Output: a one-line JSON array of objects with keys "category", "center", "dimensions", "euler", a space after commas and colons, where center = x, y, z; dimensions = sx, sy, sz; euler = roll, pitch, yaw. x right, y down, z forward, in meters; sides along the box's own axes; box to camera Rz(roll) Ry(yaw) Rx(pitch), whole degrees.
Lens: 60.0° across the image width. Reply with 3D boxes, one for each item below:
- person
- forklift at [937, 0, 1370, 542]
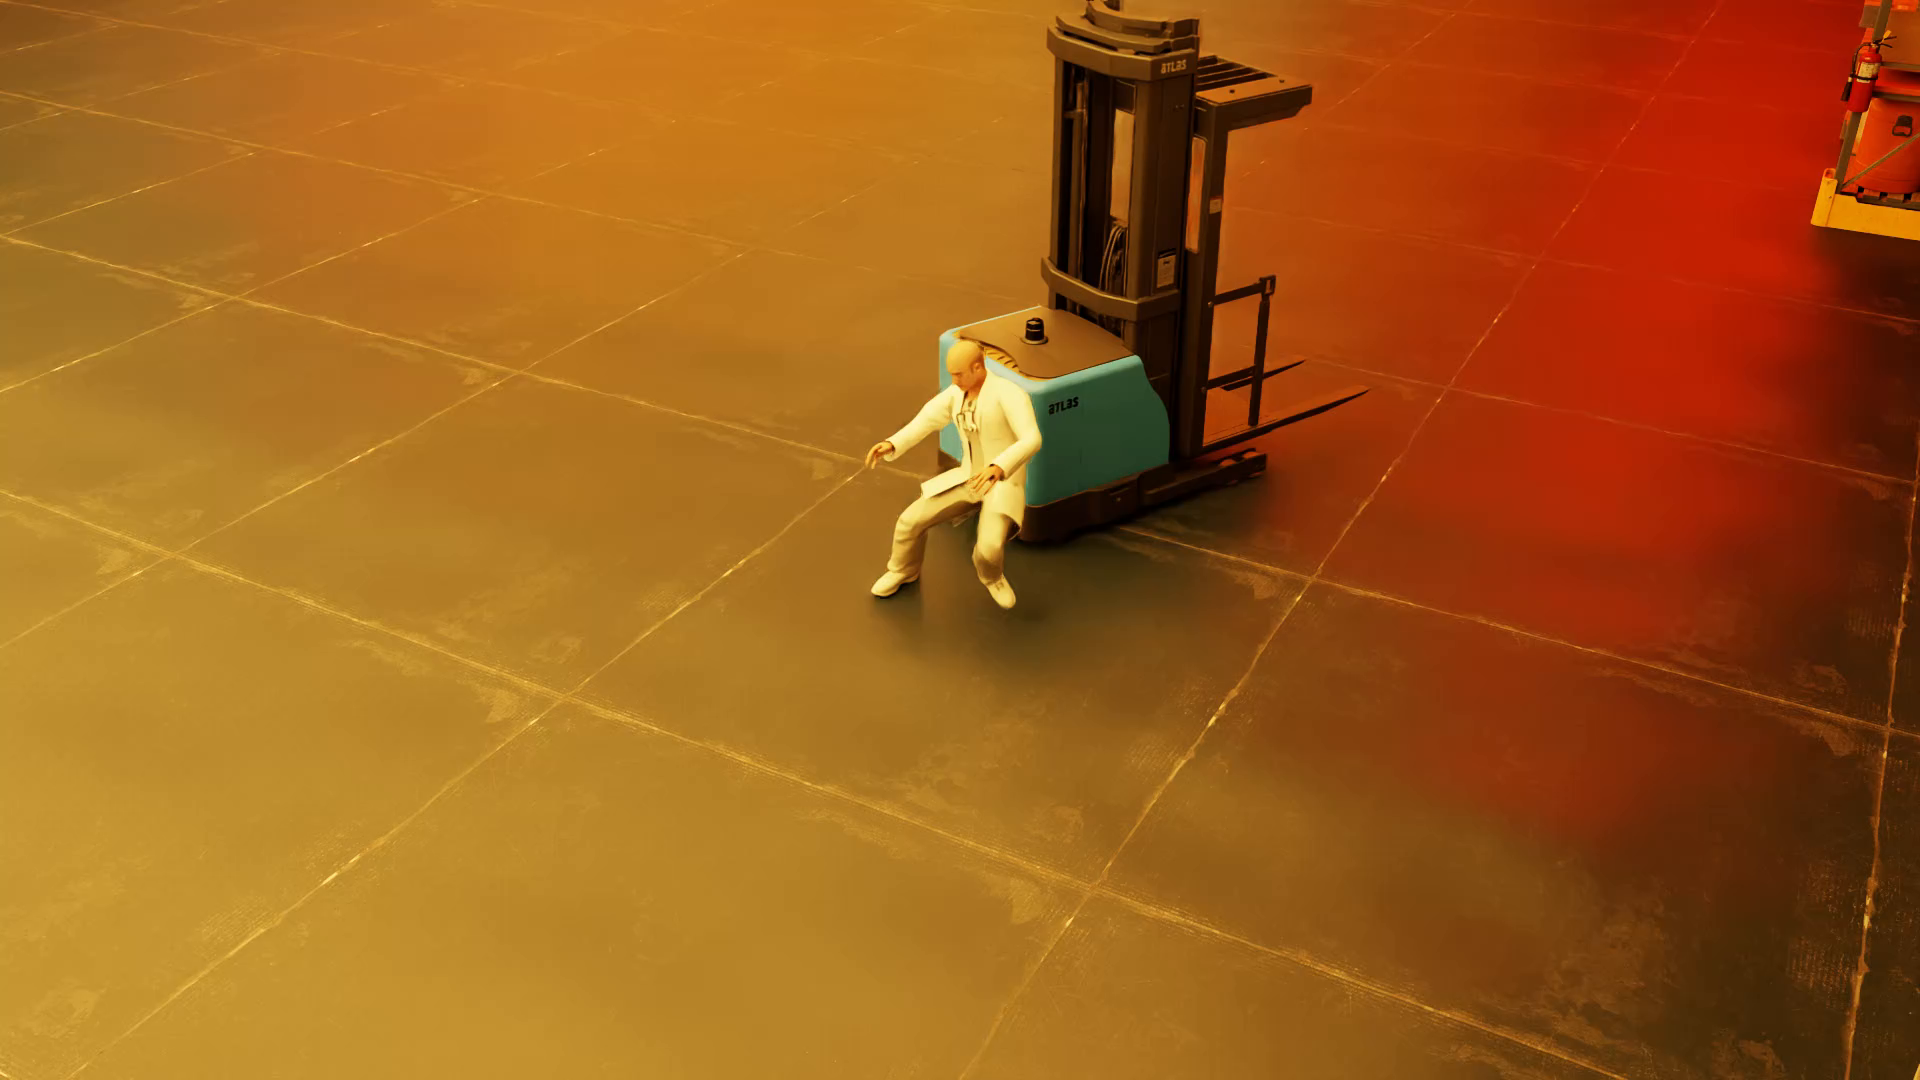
[{"category": "person", "center": [-0.047, -0.289, 8.960], "dimensions": [0.912, 1.539, 0.818], "euler": [25, 38, 36]}, {"category": "forklift", "center": [1.361, -1.816, 10.217], "dimensions": [3.031, 2.935, 1.130], "euler": [-19, 35, -29]}]
